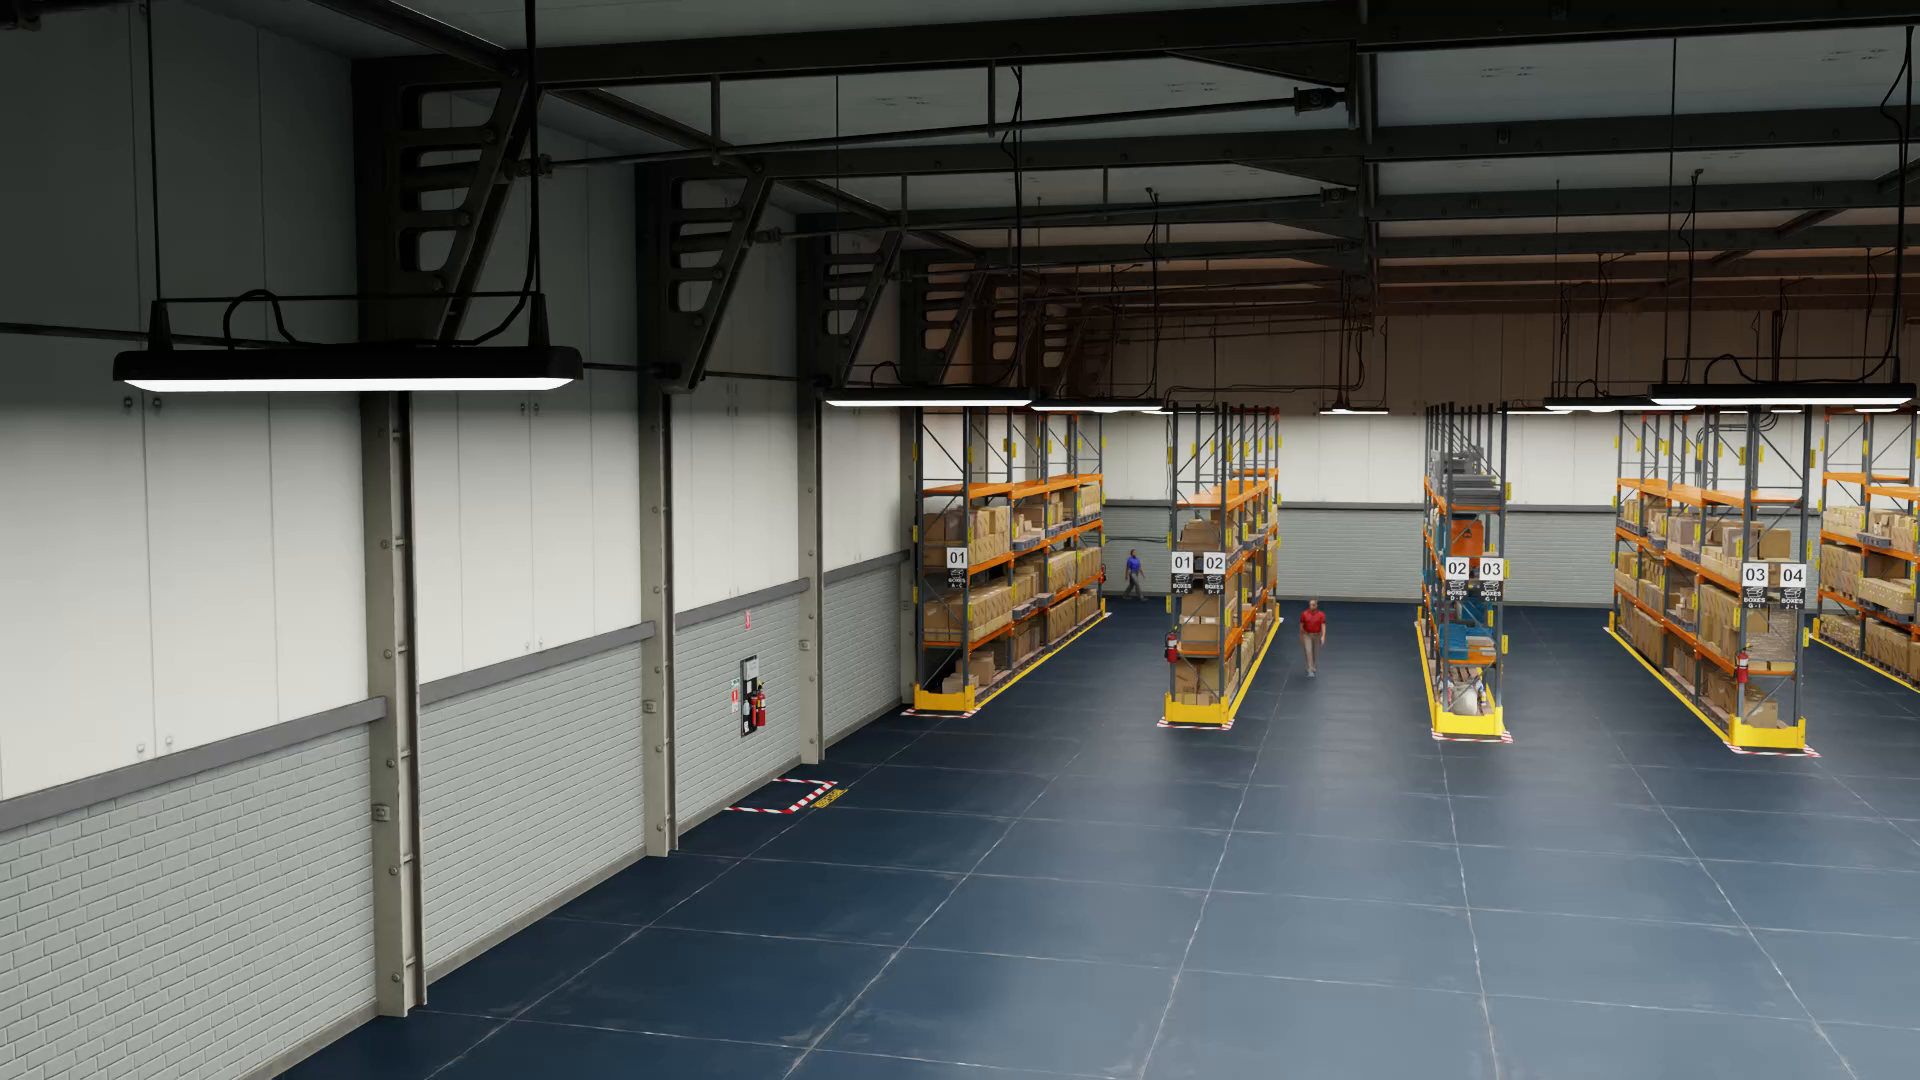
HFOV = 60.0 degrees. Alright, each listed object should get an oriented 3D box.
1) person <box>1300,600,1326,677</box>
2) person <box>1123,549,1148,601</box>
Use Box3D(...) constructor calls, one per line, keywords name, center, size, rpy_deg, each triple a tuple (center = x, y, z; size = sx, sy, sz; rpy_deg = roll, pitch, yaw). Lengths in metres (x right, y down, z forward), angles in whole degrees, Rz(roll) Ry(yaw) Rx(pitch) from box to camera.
Box3D(name="person", center=(7.819, 2.144, 36.797), size=(0.520, 1.650, 1.103), rpy_deg=(0, 4, -1))
Box3D(name="person", center=(5.481, 1.089, 51.740), size=(0.991, 1.598, 0.419), rpy_deg=(3, 5, 37))
